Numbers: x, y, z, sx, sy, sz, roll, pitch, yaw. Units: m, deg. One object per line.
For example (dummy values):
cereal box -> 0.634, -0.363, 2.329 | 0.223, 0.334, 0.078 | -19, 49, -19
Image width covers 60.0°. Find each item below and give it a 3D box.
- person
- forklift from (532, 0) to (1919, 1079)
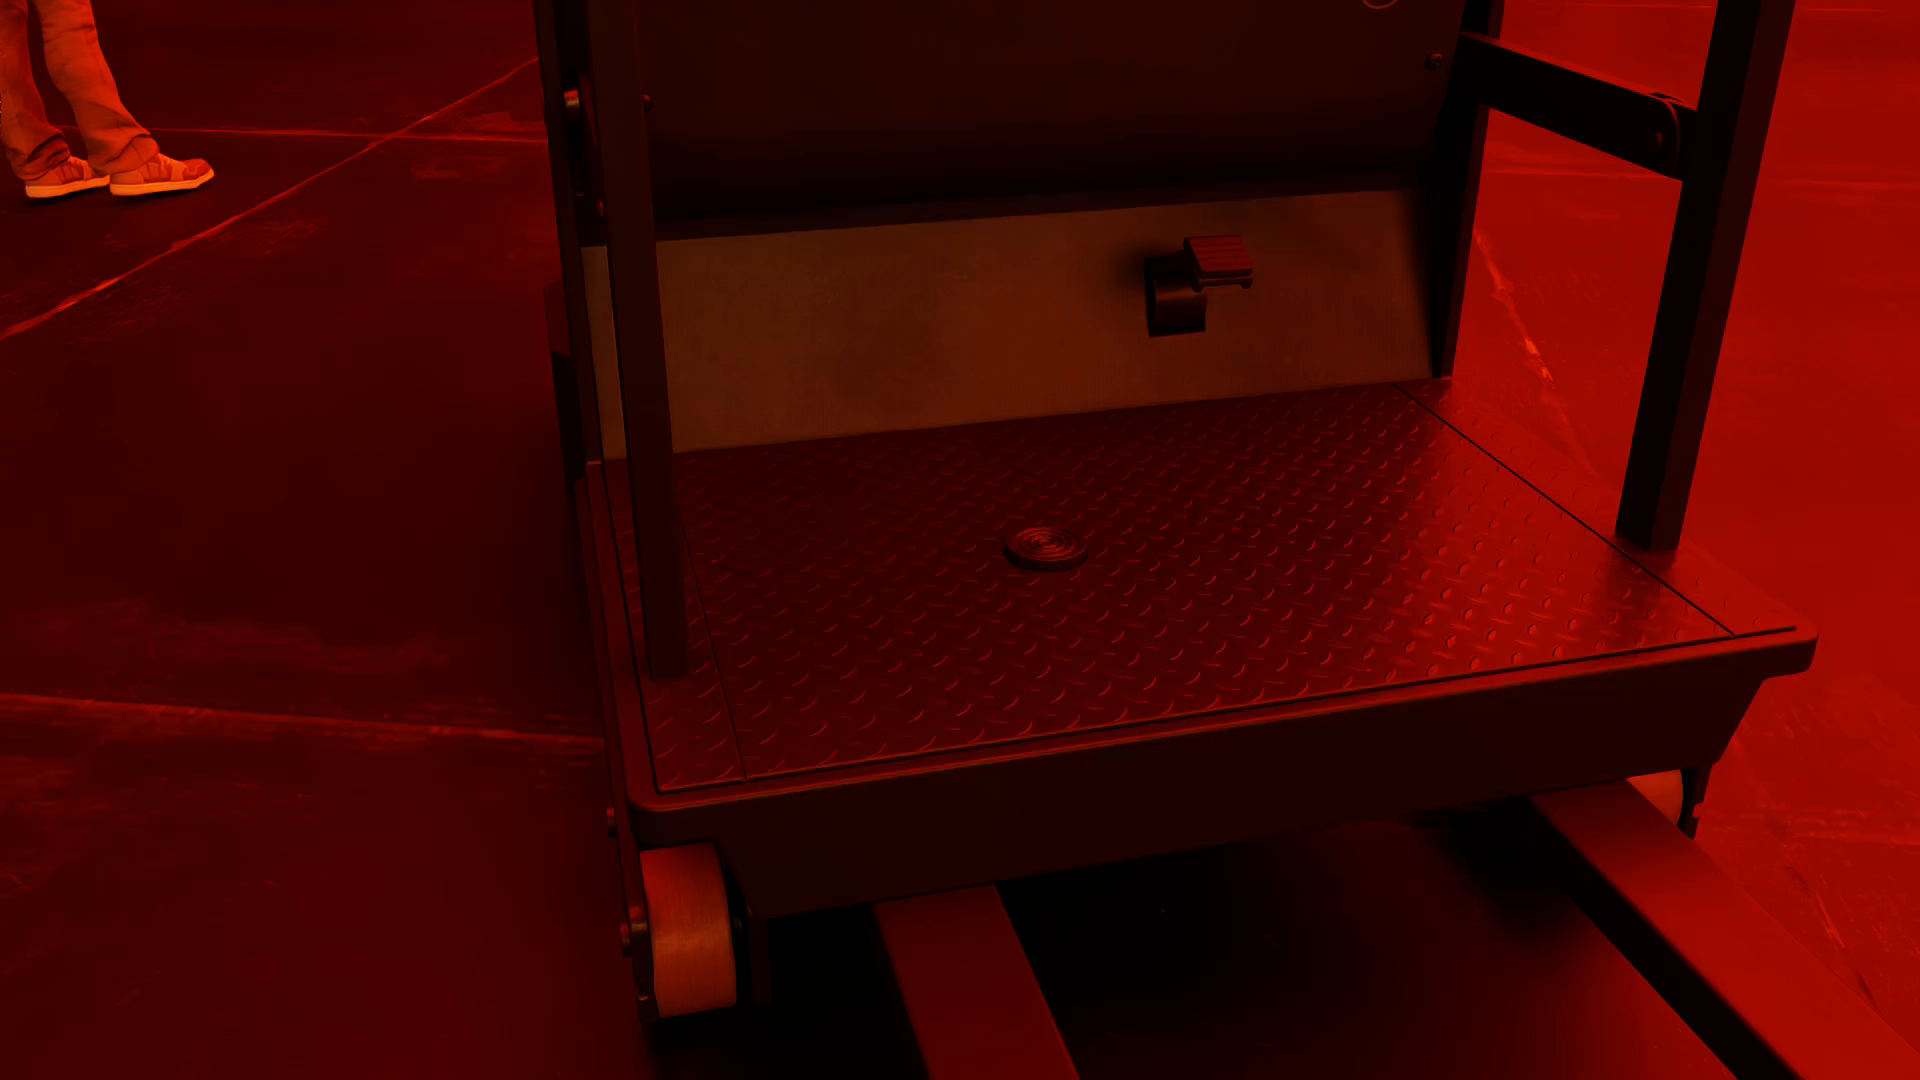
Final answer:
person -> -2.266, -1.616, 3.939 | 0.514, 1.600, 0.474 | 15, 30, 27
forklift -> 0.153, -1.049, 1.319 | 1.130, 2.935, 3.031 | -7, 27, -13
